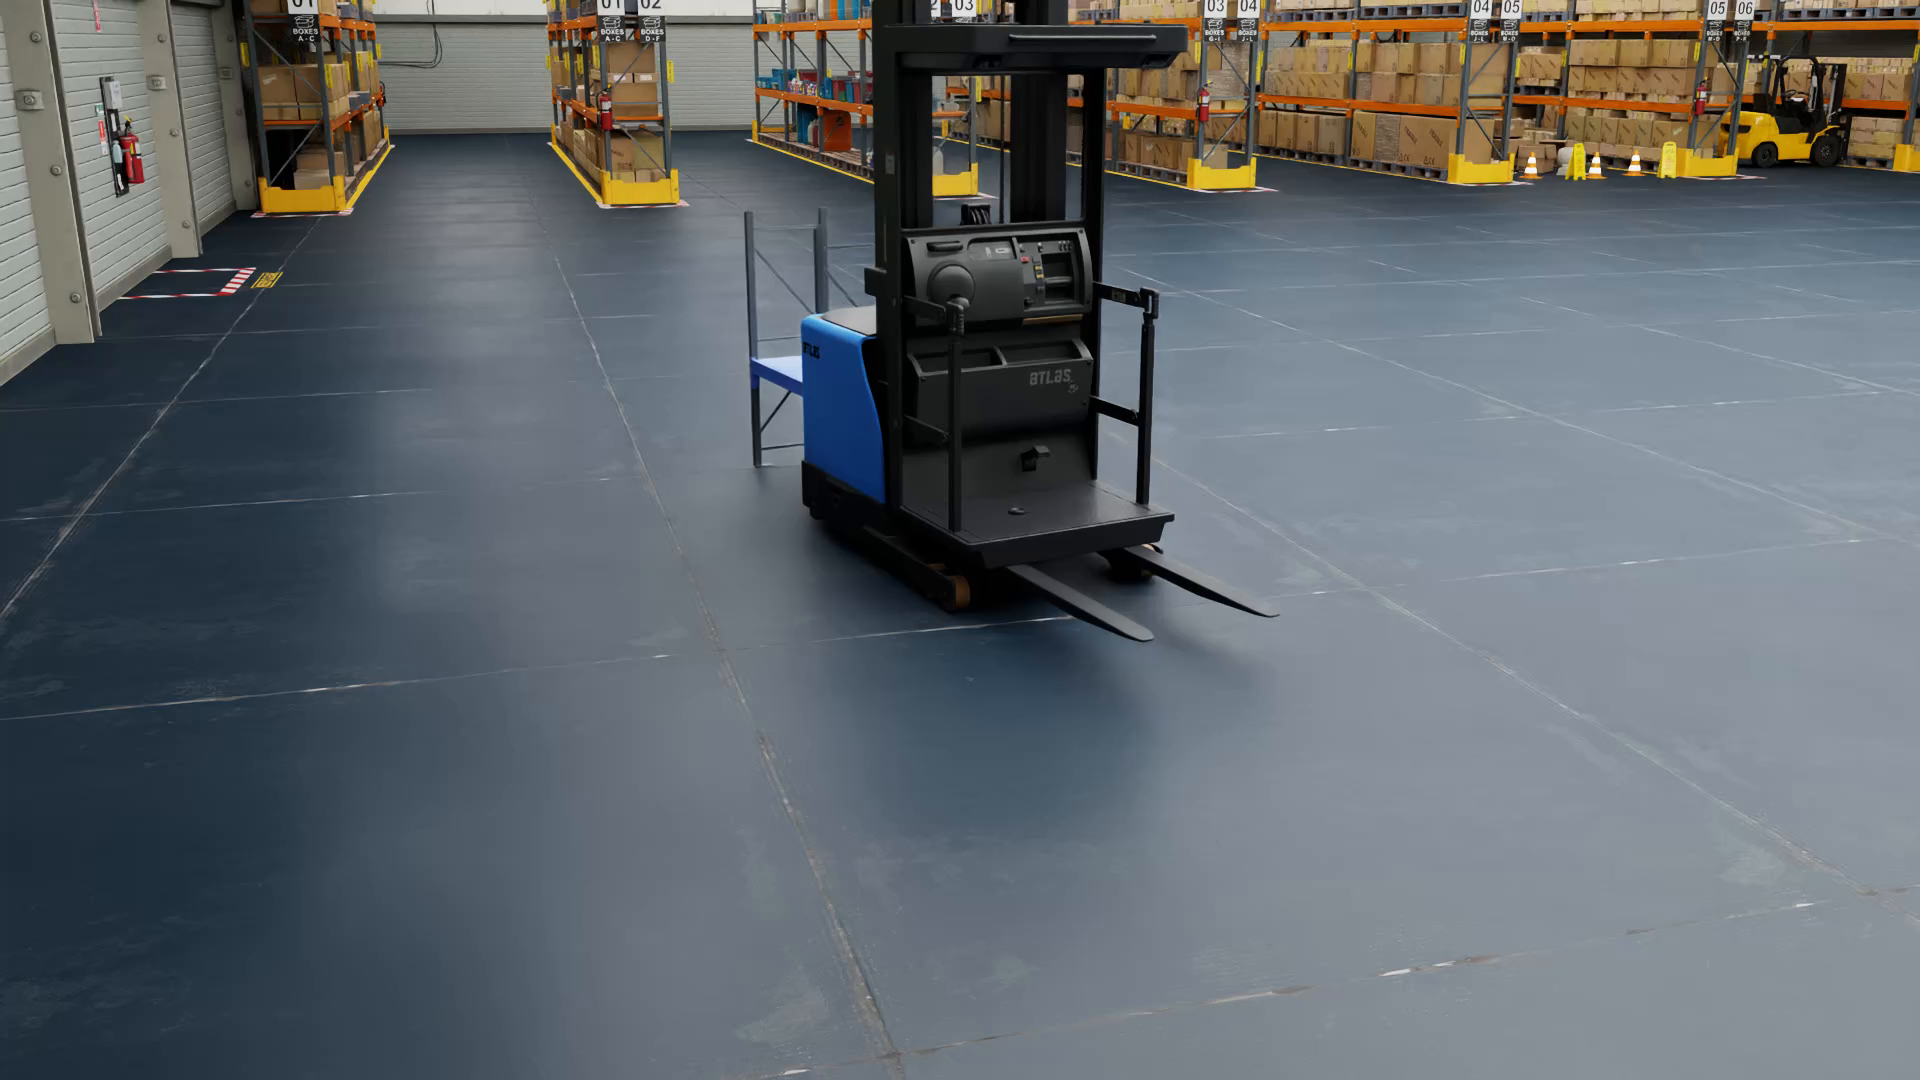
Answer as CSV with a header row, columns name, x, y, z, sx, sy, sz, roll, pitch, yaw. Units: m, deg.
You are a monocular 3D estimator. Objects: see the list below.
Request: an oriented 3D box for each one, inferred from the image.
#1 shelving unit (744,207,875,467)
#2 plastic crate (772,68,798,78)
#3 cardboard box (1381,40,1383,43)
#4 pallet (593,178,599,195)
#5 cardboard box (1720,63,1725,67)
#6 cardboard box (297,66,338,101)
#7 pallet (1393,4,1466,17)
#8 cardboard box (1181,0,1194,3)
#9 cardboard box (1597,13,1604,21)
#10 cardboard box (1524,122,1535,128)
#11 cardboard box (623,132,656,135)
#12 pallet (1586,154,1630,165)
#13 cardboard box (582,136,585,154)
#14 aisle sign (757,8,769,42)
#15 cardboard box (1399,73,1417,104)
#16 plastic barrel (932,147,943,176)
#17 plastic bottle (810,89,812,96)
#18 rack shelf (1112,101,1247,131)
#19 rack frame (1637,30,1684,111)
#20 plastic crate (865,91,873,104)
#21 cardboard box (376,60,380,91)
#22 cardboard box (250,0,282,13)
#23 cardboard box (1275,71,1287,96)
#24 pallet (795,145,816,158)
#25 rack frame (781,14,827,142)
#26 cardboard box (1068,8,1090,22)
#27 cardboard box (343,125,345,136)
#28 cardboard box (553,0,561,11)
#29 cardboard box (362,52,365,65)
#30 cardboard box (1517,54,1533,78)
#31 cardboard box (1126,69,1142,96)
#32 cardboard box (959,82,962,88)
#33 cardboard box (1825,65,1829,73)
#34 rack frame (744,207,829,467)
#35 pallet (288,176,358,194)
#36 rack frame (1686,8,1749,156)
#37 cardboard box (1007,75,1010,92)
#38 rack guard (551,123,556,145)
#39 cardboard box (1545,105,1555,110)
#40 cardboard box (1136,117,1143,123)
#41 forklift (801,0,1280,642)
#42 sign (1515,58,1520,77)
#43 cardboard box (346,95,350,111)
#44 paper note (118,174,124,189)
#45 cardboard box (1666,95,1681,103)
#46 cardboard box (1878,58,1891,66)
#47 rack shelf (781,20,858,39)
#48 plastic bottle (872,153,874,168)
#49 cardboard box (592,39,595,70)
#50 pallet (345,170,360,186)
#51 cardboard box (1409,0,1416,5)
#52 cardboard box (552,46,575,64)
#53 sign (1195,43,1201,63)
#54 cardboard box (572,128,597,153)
name,x,y,z,sx,sy,sz,roll,pitch,yaw
shelving unit,-0.768,-1.058,9.367,0.538,1.500,1.048,-9,19,-26
plastic crate,-4.361,-11.507,41.379,0.616,0.435,0.499,-5,17,-15
cardboard box,10.834,-12.623,42.220,0.380,0.149,0.250,-4,17,-14
pallet,-5.582,-5.932,27.834,1.003,0.211,1.213,-5,17,-15
cardboard box,17.103,-10.505,36.909,0.380,0.149,0.250,-5,17,-17
cardboard box,-9.730,-6.920,25.198,0.500,0.500,0.500,-5,17,-15
pallet,8.770,-9.806,30.822,1.003,0.211,1.213,-5,17,-15
cardboard box,4.011,-9.261,28.422,0.380,0.149,0.250,-5,18,-18
cardboard box,12.998,-10.469,33.312,0.380,0.149,0.250,-5,17,-15
cardboard box,15.093,-10.968,43.976,0.380,0.149,0.250,-5,18,-17
cardboard box,-5.343,-6.547,27.780,0.500,0.500,0.500,-5,17,-15
pallet,13.174,-7.876,34.306,1.003,0.211,1.213,-5,17,-15
cardboard box,-6.635,-7.215,30.331,0.500,0.311,0.500,-4,17,-14
aisle sign,-4.938,-12.780,41.266,0.394,0.787,0.004,-5,17,-15
cardboard box,8.787,-8.499,31.270,0.875,0.550,0.500,-5,17,-15
plastic barrel,-0.490,-6.299,27.802,0.421,0.512,0.421,0,17,0
plastic bottle,-3.114,-9.487,35.167,0.097,0.201,0.097,0,17,0
rack shelf,3.977,-7.714,30.168,1.077,0.370,4.000,-5,17,-15
rack frame,16.628,-10.895,39.507,1.000,3.000,0.127,-5,17,-15
plastic crate,-1.313,-8.035,30.095,0.767,0.338,0.504,-5,17,-15
cardboard box,-14.009,-10.759,38.535,0.980,0.700,0.700,-4,17,-13
cardboard box,-10.120,-7.919,24.180,0.500,0.500,0.500,-3,17,-11
cardboard box,7.131,-9.844,35.835,0.500,0.500,0.500,-5,17,-16
pallet,-3.023,-8.542,36.523,1.003,0.211,1.213,-5,17,-15
rack frame,-3.534,-10.433,37.969,1.000,3.000,0.127,-5,17,-15
cardboard box,2.504,-10.649,33.736,0.500,0.250,0.500,-4,17,-14
cardboard box,-11.616,-7.558,30.676,0.500,0.250,0.500,-4,17,-14
cardboard box,-8.692,-11.759,36.563,0.500,0.250,0.500,-5,17,-15
cardboard box,-12.413,-9.816,33.888,0.500,0.250,0.500,-4,17,-14
cardboard box,12.335,-10.176,35.694,0.500,0.500,0.500,-4,17,-13
cardboard box,3.595,-8.531,30.948,0.875,0.500,0.500,-5,17,-15
cardboard box,0.194,-11.402,41.633,0.380,0.149,0.250,-5,17,-16
cardboard box,17.886,-9.681,34.167,0.380,0.149,0.250,-5,18,-17
rack frame,-1.004,-1.188,9.798,0.500,1.500,0.032,-9,19,-26
pallet,-10.642,-5.918,27.787,1.003,0.211,1.213,-5,17,-15
rack frame,14.055,-8.288,30.831,1.000,3.000,0.127,-5,17,-15
cardboard box,1.391,-10.448,37.845,0.500,0.500,0.500,-5,17,-17
rack guard,-9.376,-9.930,40.642,1.175,0.500,0.348,-5,17,-15
cardboard box,15.371,-11.195,42.996,0.380,0.149,0.250,-4,17,-13
cardboard box,4.844,-11.028,43.658,0.380,0.149,0.250,-5,17,-16
forklift,0.291,-1.233,7.461,1.130,2.935,3.031,-9,19,-26
sign,9.859,-8.364,29.439,0.100,0.325,0.005,-5,17,-15
cardboard box,-10.439,-7.267,27.657,0.500,0.250,0.500,-5,17,-15
paper note,-8.512,-3.633,16.863,0.016,0.148,0.142,-5,17,-15
cardboard box,13.570,-8.316,31.359,0.380,0.149,0.250,-5,17,-16
cardboard box,18.330,-9.401,32.717,0.380,0.149,0.250,-4,17,-14
rack shelf,-2.984,-10.971,35.799,1.077,0.370,4.000,-5,17,-15
plastic bottle,-1.512,-6.906,30.067,0.144,0.351,0.185,-4,17,-14
cardboard box,-5.971,-8.376,28.694,0.700,0.500,0.500,-5,17,-15
pallet,-11.076,-6.316,29.112,1.003,0.211,1.213,-5,17,-15
cardboard box,8.487,-9.921,30.586,0.380,0.149,0.250,-4,17,-15
cardboard box,-9.104,-11.108,38.307,0.500,0.500,0.500,-5,17,-16
sign,3.987,-8.172,27.883,0.100,0.325,0.005,-5,17,-15
cardboard box,-7.681,-8.189,34.081,0.500,0.500,0.500,-4,17,-13
